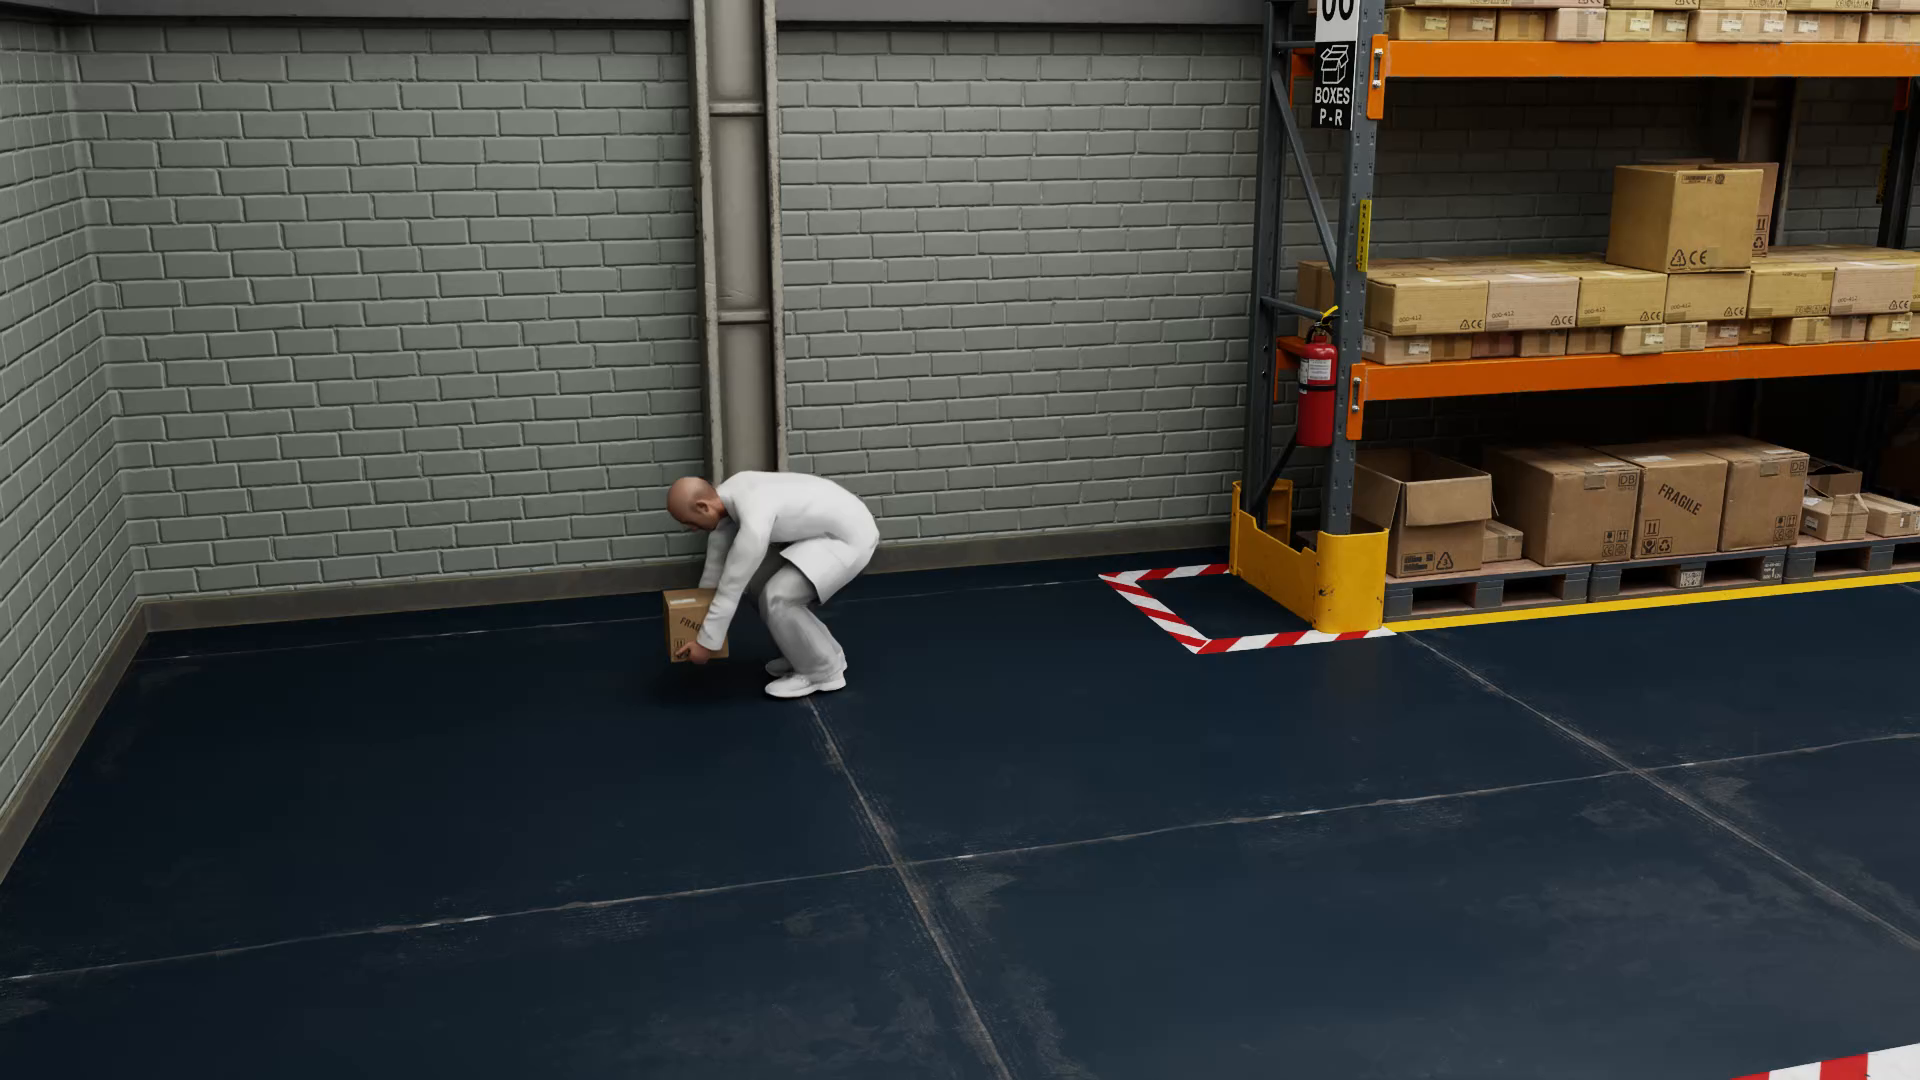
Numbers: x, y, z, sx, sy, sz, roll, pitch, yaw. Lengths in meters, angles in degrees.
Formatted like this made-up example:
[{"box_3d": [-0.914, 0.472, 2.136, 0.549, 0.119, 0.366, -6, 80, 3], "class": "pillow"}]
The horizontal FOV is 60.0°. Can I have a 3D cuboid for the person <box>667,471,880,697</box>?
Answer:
[{"box_3d": [-0.820, 0.176, 7.353, 0.942, 1.007, 0.587, -5, 17, -18], "class": "person"}]
